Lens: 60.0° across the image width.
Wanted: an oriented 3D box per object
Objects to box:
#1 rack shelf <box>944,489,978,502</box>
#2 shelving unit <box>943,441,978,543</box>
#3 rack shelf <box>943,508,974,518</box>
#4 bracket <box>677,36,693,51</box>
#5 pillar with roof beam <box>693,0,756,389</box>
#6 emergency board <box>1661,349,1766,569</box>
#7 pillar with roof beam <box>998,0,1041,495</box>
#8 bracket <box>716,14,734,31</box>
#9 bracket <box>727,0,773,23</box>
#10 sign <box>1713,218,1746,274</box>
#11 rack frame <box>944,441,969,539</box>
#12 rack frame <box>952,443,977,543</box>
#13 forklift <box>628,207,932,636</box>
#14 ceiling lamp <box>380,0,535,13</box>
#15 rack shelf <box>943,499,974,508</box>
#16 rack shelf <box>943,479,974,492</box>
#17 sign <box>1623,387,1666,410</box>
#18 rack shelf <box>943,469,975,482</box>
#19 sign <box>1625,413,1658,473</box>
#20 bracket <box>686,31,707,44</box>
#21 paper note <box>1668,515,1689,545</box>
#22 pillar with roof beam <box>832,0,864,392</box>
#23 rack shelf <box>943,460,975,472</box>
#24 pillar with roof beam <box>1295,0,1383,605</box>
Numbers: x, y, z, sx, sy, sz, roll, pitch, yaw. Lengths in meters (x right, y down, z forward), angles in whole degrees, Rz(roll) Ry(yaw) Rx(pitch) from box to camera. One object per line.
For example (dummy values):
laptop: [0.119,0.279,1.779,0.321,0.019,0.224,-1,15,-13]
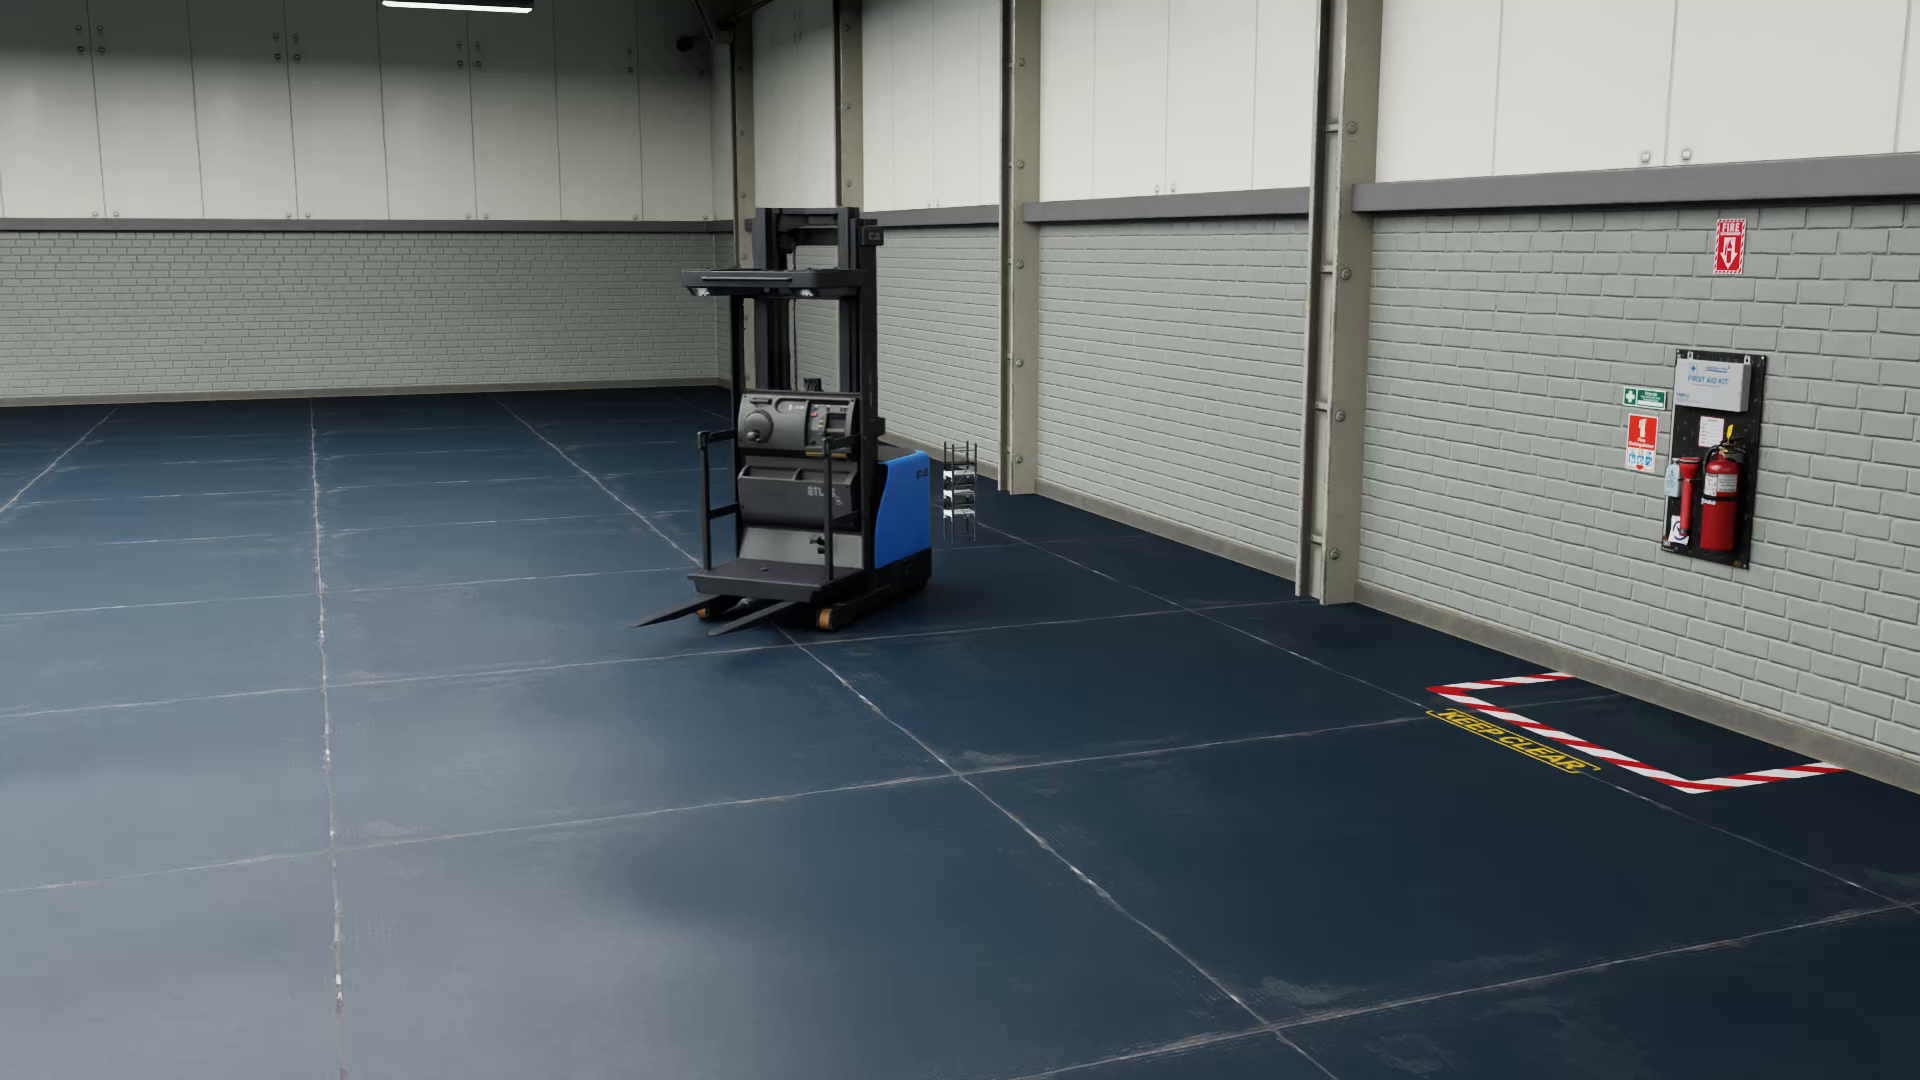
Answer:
rack shelf: [0.003,-0.409,15.170,0.258,0.077,0.200,-4,11,-21]
shelving unit: [0.003,-0.442,15.164,0.258,0.900,0.210,-4,11,-21]
rack shelf: [0.003,-0.232,15.201,0.258,0.077,0.200,-4,11,-21]
bracket: [-5.056,-9.127,30.589,0.235,0.232,0.430,-4,11,-21]
pillar with roof beam: [-7.729,-6.650,26.940,9.100,9.000,0.548,-4,11,-21]
emergency board: [4.121,-0.458,9.259,0.194,1.169,0.643,-4,11,-21]
pillar with roof beam: [-3.380,-4.691,15.928,9.100,9.000,0.400,-4,11,-21]
bracket: [-3.897,-8.605,27.653,0.235,0.232,0.430,-4,11,-21]
bracket: [-2.963,-8.185,25.289,0.076,0.066,4.783,-4,11,-21]
sign: [4.211,-1.607,9.099,0.001,0.298,0.199,-4,11,-21]
rack frame: [-0.034,-0.458,15.257,0.240,0.900,0.006,-4,11,-21]
rack frame: [0.040,-0.425,15.070,0.240,0.900,0.006,-4,11,-21]
forklift: [-1.267,-0.886,11.863,1.130,2.935,3.031,4,11,23]
ceiling lamp: [-6.939,-8.852,22.649,2.000,3.185,0.800,-4,11,-21]
rack shelf: [0.003,-0.320,15.185,0.258,0.077,0.200,-4,11,-21]
rack shelf: [0.003,-0.498,15.154,0.258,0.077,0.200,-4,11,-21]
sign: [4.010,-0.832,9.747,0.001,0.109,0.331,-4,11,-21]
rack shelf: [0.003,-0.586,15.138,0.258,0.077,0.200,-4,11,-21]
sign: [4.016,-0.572,9.800,0.001,0.329,0.234,-4,11,-21]
bracket: [-4.842,-9.031,30.047,0.076,0.066,3.189,-4,11,-21]
paper note: [4.121,-0.058,9.523,0.016,0.148,0.142,-4,11,-21]
pillar with roof beam: [-5.554,-5.671,21.434,9.100,9.000,0.400,-4,11,-21]
rack shelf: [0.003,-0.675,15.122,0.258,0.077,0.200,-4,11,-21]
pillar with roof beam: [-1.206,-3.712,10.422,9.100,9.000,0.400,-4,11,-21]
